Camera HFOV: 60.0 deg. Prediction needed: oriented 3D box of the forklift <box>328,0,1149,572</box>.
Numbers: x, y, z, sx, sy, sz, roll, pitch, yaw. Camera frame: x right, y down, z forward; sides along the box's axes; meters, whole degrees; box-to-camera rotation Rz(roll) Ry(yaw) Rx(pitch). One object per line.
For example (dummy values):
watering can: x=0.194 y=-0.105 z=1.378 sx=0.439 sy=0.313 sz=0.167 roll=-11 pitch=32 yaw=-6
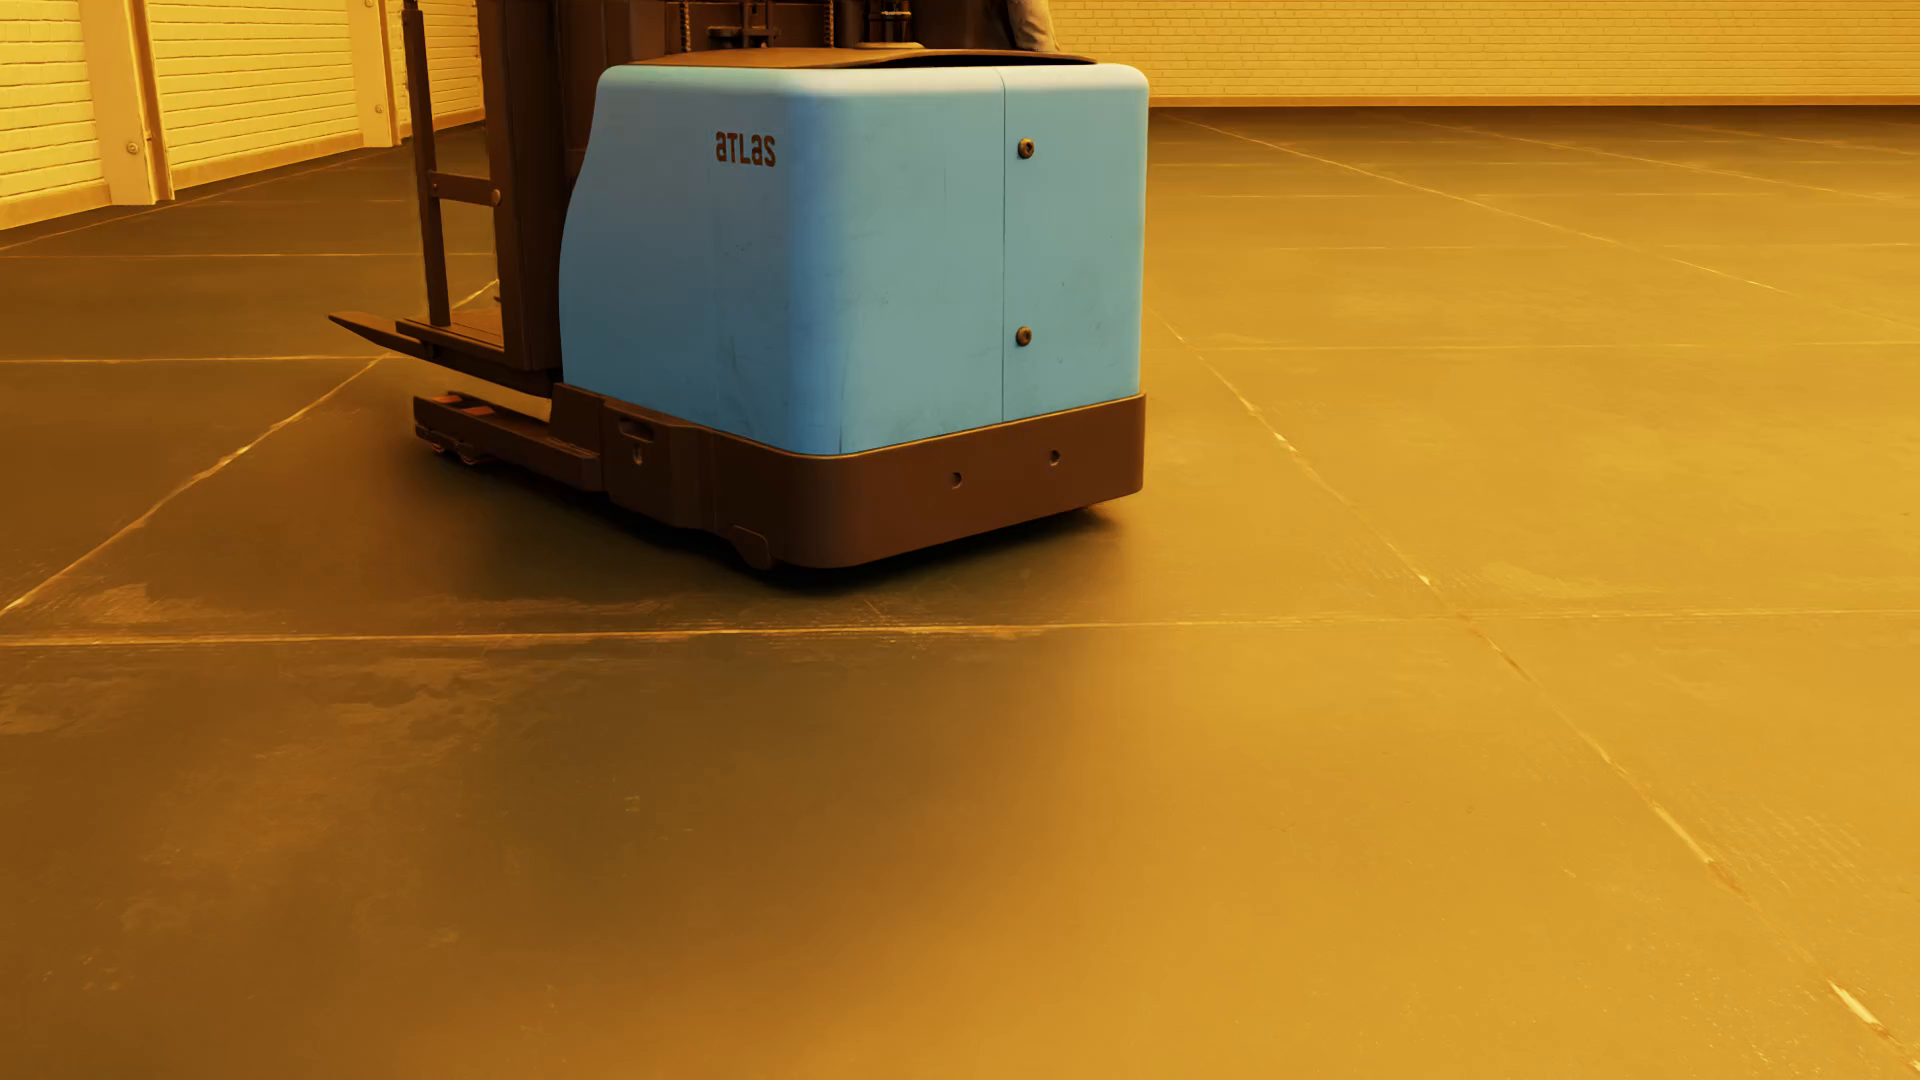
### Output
forklift: x=-0.902 y=-1.693 z=4.440 sx=1.130 sy=2.935 sz=3.031 roll=-15 pitch=22 yaw=-39

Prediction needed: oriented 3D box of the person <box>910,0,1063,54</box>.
person: x=0.013 y=-1.139 z=4.742 sx=0.723 sy=1.625 sz=0.945 roll=2 pitch=17 yaw=5
